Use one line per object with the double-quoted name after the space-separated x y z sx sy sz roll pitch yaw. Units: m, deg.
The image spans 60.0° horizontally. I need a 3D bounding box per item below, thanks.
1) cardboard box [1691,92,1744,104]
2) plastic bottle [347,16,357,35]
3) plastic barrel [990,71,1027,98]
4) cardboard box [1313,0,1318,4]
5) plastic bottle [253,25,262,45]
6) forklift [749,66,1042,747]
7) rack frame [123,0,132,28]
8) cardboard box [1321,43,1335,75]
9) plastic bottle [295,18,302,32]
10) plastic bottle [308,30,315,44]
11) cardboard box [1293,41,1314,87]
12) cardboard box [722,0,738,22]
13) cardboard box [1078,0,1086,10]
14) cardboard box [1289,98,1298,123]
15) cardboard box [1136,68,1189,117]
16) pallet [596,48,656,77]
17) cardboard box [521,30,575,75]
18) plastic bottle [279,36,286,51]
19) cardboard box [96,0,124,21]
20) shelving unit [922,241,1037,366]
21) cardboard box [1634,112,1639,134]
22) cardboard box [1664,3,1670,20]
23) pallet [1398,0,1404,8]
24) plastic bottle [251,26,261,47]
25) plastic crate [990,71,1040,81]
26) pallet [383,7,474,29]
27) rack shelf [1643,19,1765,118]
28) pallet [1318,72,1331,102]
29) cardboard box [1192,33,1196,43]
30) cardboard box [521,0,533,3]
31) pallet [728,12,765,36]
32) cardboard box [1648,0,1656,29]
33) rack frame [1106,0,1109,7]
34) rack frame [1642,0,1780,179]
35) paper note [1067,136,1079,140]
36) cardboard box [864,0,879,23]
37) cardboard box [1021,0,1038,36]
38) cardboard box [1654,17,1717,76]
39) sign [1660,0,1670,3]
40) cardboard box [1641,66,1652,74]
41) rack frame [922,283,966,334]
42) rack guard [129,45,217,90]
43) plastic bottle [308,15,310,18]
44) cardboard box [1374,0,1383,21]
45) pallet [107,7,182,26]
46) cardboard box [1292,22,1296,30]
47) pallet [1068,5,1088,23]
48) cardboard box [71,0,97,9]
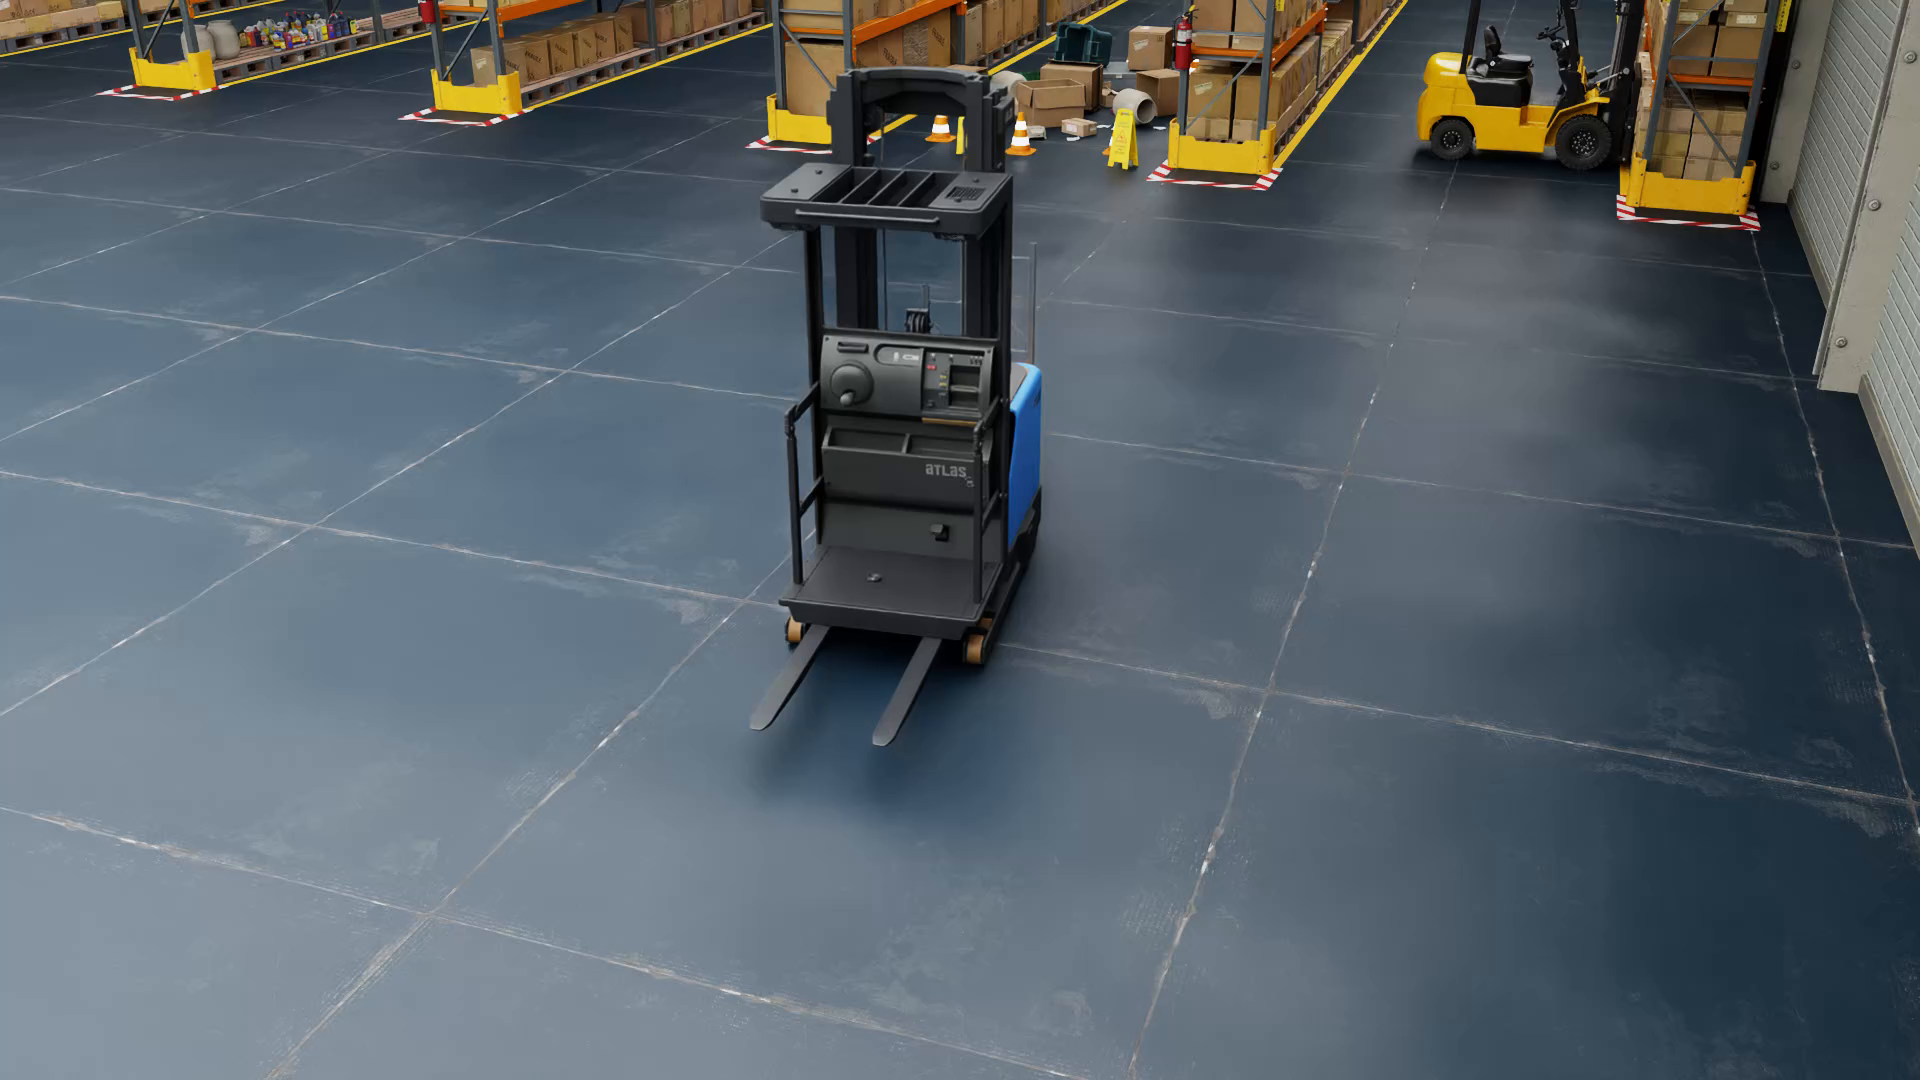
8.136 -4.642 17.922 0.500 0.250 0.500 9 27 18 "cardboard box"
-9.581 -8.112 26.175 0.061 0.283 0.133 10 28 20 "plastic bottle"
0.651 -6.055 22.270 0.421 0.421 0.512 -14 29 -27 "plastic barrel"
4.205 -6.975 20.757 0.500 0.500 0.500 10 27 19 "cardboard box"
-10.710 -7.685 25.302 0.152 0.276 0.135 8 27 16 "plastic bottle"
-0.330 -0.832 8.606 1.130 2.935 3.031 6 26 12 "forklift"
-14.402 -10.102 27.672 1.000 3.000 0.127 9 27 17 "rack frame"
4.692 -6.745 23.272 0.950 0.372 0.625 11 28 21 "cardboard box"
-10.327 -8.004 25.964 0.097 0.271 0.097 0 26 0 "plastic bottle"
-9.918 -7.684 25.384 0.097 0.201 0.097 0 26 0 "plastic bottle"
4.172 -6.024 21.064 0.500 0.500 0.500 9 27 18 "cardboard box"
-4.107 -8.873 27.497 0.700 0.500 0.500 6 27 13 "cardboard box"
1.890 -9.493 28.801 0.500 0.500 0.500 8 27 16 "cardboard box"
3.828 -5.261 20.346 0.500 0.250 0.500 11 28 21 "cardboard box"
2.644 -5.860 21.776 0.500 0.500 0.500 -14 29 -27 "cardboard box"
-5.252 -7.128 24.729 1.003 0.211 1.213 9 27 17 "pallet"
-5.776 -6.843 23.329 0.500 0.500 0.500 11 28 22 "cardboard box"
-10.132 -7.419 24.838 0.097 0.201 0.097 0 26 0 "plastic bottle"
-14.350 -8.831 27.721 0.500 0.250 0.500 9 27 17 "cardboard box"
0.138 -1.063 10.725 0.587 1.500 1.083 6 26 12 "shelving unit"
7.831 -4.706 18.628 0.500 0.250 0.500 8 27 16 "cardboard box"
7.543 -5.494 17.296 0.380 0.149 0.250 9 27 18 "cardboard box"
7.677 -10.064 30.793 1.003 0.211 1.213 9 27 17 "pallet"
-10.655 -7.617 25.151 0.061 0.283 0.133 9 27 17 "plastic bottle"
0.760 -6.402 23.191 0.662 0.188 0.450 -20 23 -36 "plastic crate"
-9.103 -8.959 28.510 1.003 0.211 1.213 9 27 17 "pallet"
8.300 -5.363 18.710 1.077 0.370 4.000 9 27 17 "rack shelf"
4.541 -6.292 23.003 1.003 0.211 1.213 9 27 17 "pallet"
2.855 -5.775 19.023 0.380 0.149 0.250 8 27 17 "cardboard box"
-5.875 -7.190 21.947 0.380 0.149 0.250 9 27 17 "cardboard box"
-3.992 -8.732 28.042 1.003 0.211 1.213 9 27 17 "pallet"
8.572 -6.409 19.930 0.500 0.500 0.500 8 27 16 "cardboard box"
2.244 -11.191 29.921 1.000 3.000 0.127 9 27 17 "rack frame"
7.634 -4.865 16.855 1.000 3.000 0.127 9 27 17 "rack frame"
1.390 -4.924 20.384 0.148 0.019 0.142 0 26 -1 "paper note"
-1.506 -6.715 20.505 0.875 0.550 0.550 9 27 17 "cardboard box"
0.626 -8.486 26.435 1.050 0.750 0.750 8 27 17 "cardboard box"
7.551 -5.150 17.330 0.500 0.500 0.500 8 27 16 "cardboard box"
7.127 -5.577 16.726 0.100 0.325 0.005 9 27 17 "sign"
8.174 -5.342 19.367 0.500 0.250 0.500 10 27 19 "cardboard box"
0.021 -0.844 10.272 0.500 1.500 0.032 6 26 12 "rack frame"
-11.083 -6.651 23.414 1.175 0.500 0.348 9 27 17 "rack guard"
-10.334 -8.150 26.262 0.152 0.276 0.135 10 27 19 "plastic bottle"
6.522 -9.108 27.576 0.875 0.875 0.875 10 27 19 "cardboard box"
-14.194 -9.155 28.917 1.003 0.211 1.213 9 27 17 "pallet"
3.825 -6.213 19.928 0.380 0.149 0.250 8 27 16 "cardboard box"
1.582 -9.112 28.828 1.003 0.211 1.213 9 27 17 "pallet"
-14.528 -8.965 27.137 0.500 0.500 0.500 9 27 17 "cardboard box"
